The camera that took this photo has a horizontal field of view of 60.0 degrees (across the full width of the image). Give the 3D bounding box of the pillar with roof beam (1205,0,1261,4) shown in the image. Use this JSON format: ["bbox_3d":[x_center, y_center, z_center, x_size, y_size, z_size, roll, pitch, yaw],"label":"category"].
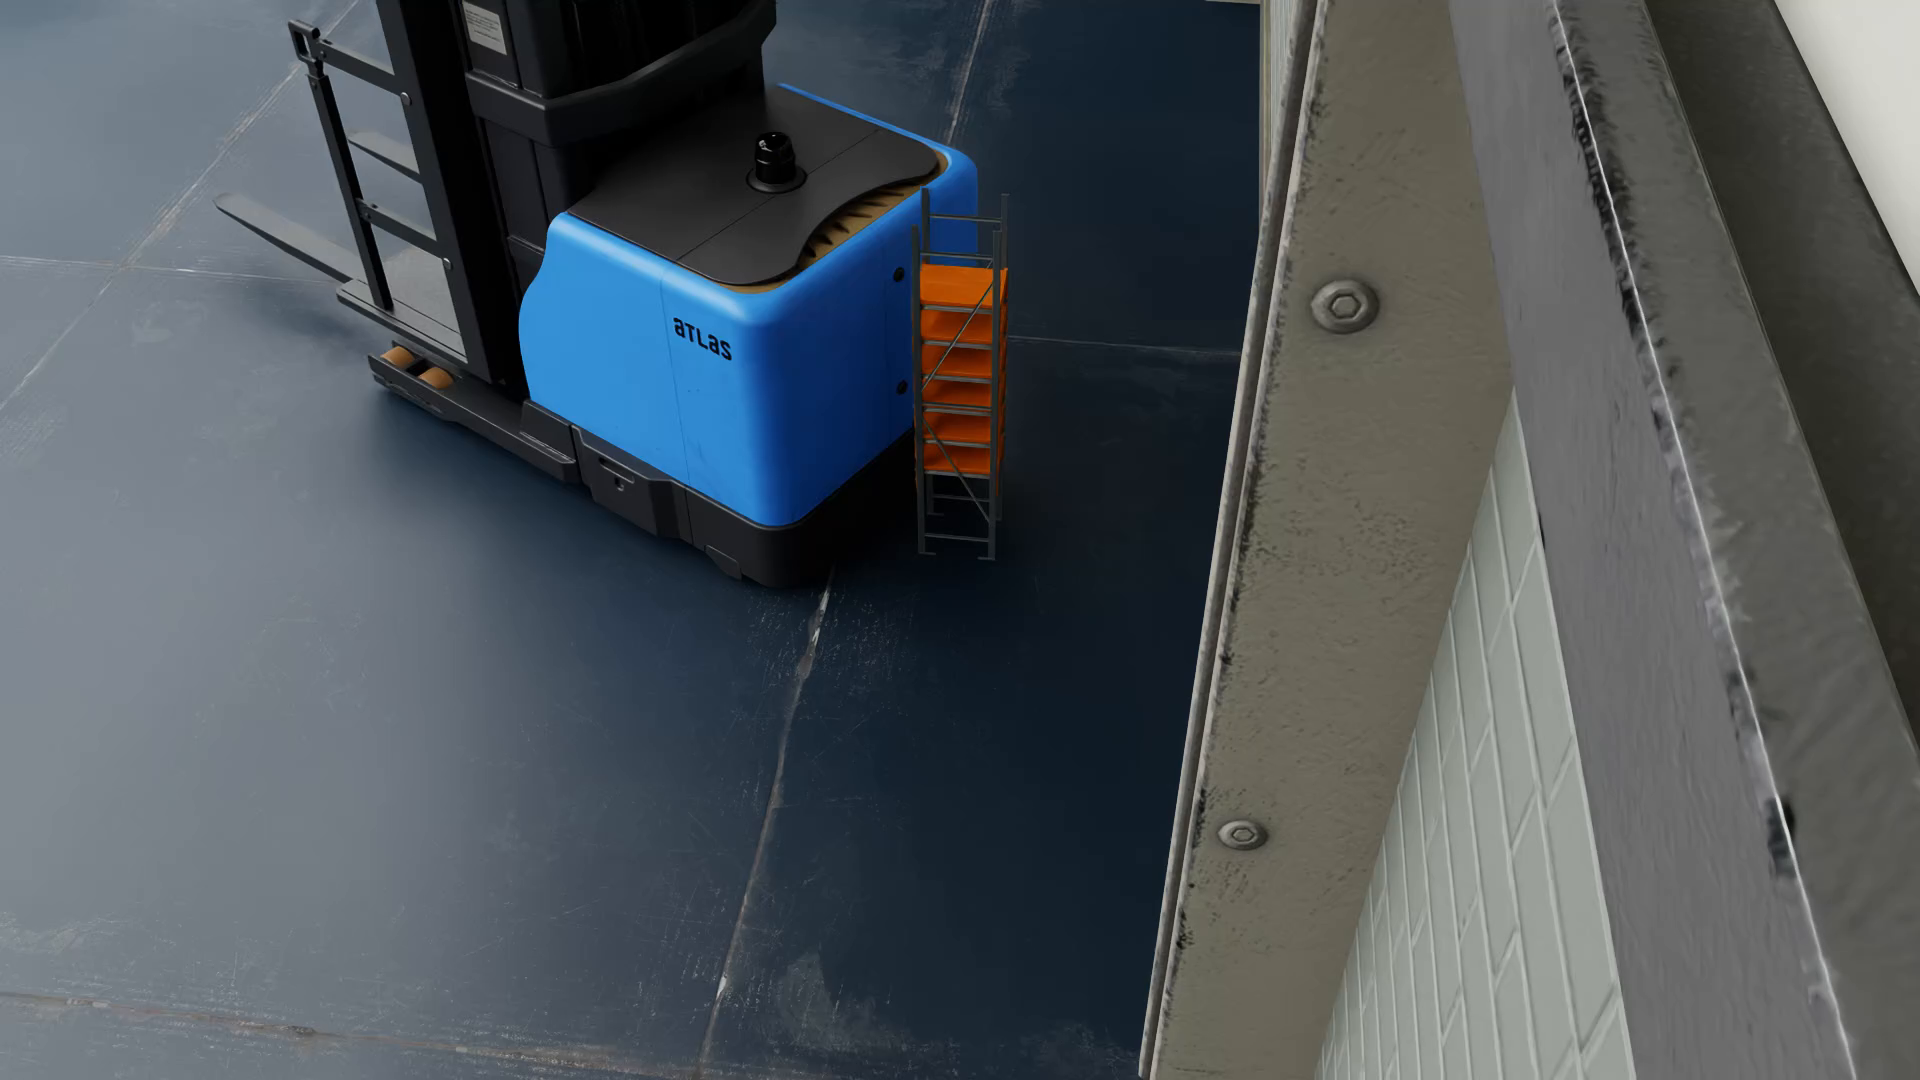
[{"bbox_3d":[-2.919,-6.372,5.435,9.100,9.000,0.400,5,44,6],"label":"pillar with roof beam"}]

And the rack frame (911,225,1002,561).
[{"bbox_3d":[-0.010,-0.383,4.782,0.240,1.200,0.006,5,44,6],"label":"rack frame"}]

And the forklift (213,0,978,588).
[{"bbox_3d":[-1.415,-1.750,4.966,3.031,2.935,1.130,27,50,26],"label":"forklift"}]

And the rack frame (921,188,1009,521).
[{"bbox_3d":[0.014,-0.508,4.914,0.240,1.200,0.006,5,44,6],"label":"rack frame"}]

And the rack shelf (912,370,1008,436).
[{"bbox_3d":[0.002,-0.413,4.878,0.258,0.103,0.180,5,44,6],"label":"rack shelf"}]

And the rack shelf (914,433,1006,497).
[{"bbox_3d":[0.002,-0.239,5.043,0.258,0.103,0.180,5,44,6],"label":"rack shelf"}]

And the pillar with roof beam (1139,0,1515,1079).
[{"bbox_3d":[-3.712,-2.283,1.116,9.100,9.000,0.400,5,44,6],"label":"pillar with roof beam"}]

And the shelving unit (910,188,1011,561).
[{"bbox_3d":[0.002,-0.446,4.848,0.258,1.200,0.189,5,44,6],"label":"shelving unit"}]

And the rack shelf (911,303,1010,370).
[{"bbox_3d":[0.002,-0.588,4.713,0.258,0.103,0.180,5,44,6],"label":"rack shelf"}]

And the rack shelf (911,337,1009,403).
[{"bbox_3d":[0.002,-0.500,4.796,0.258,0.103,0.180,5,44,6],"label":"rack shelf"}]

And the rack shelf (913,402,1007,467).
[{"bbox_3d":[0.002,-0.326,4.961,0.258,0.103,0.180,5,44,6],"label":"rack shelf"}]

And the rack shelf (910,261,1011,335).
[{"bbox_3d":[0.002,-0.675,4.631,0.258,0.103,0.180,5,44,6],"label":"rack shelf"}]
